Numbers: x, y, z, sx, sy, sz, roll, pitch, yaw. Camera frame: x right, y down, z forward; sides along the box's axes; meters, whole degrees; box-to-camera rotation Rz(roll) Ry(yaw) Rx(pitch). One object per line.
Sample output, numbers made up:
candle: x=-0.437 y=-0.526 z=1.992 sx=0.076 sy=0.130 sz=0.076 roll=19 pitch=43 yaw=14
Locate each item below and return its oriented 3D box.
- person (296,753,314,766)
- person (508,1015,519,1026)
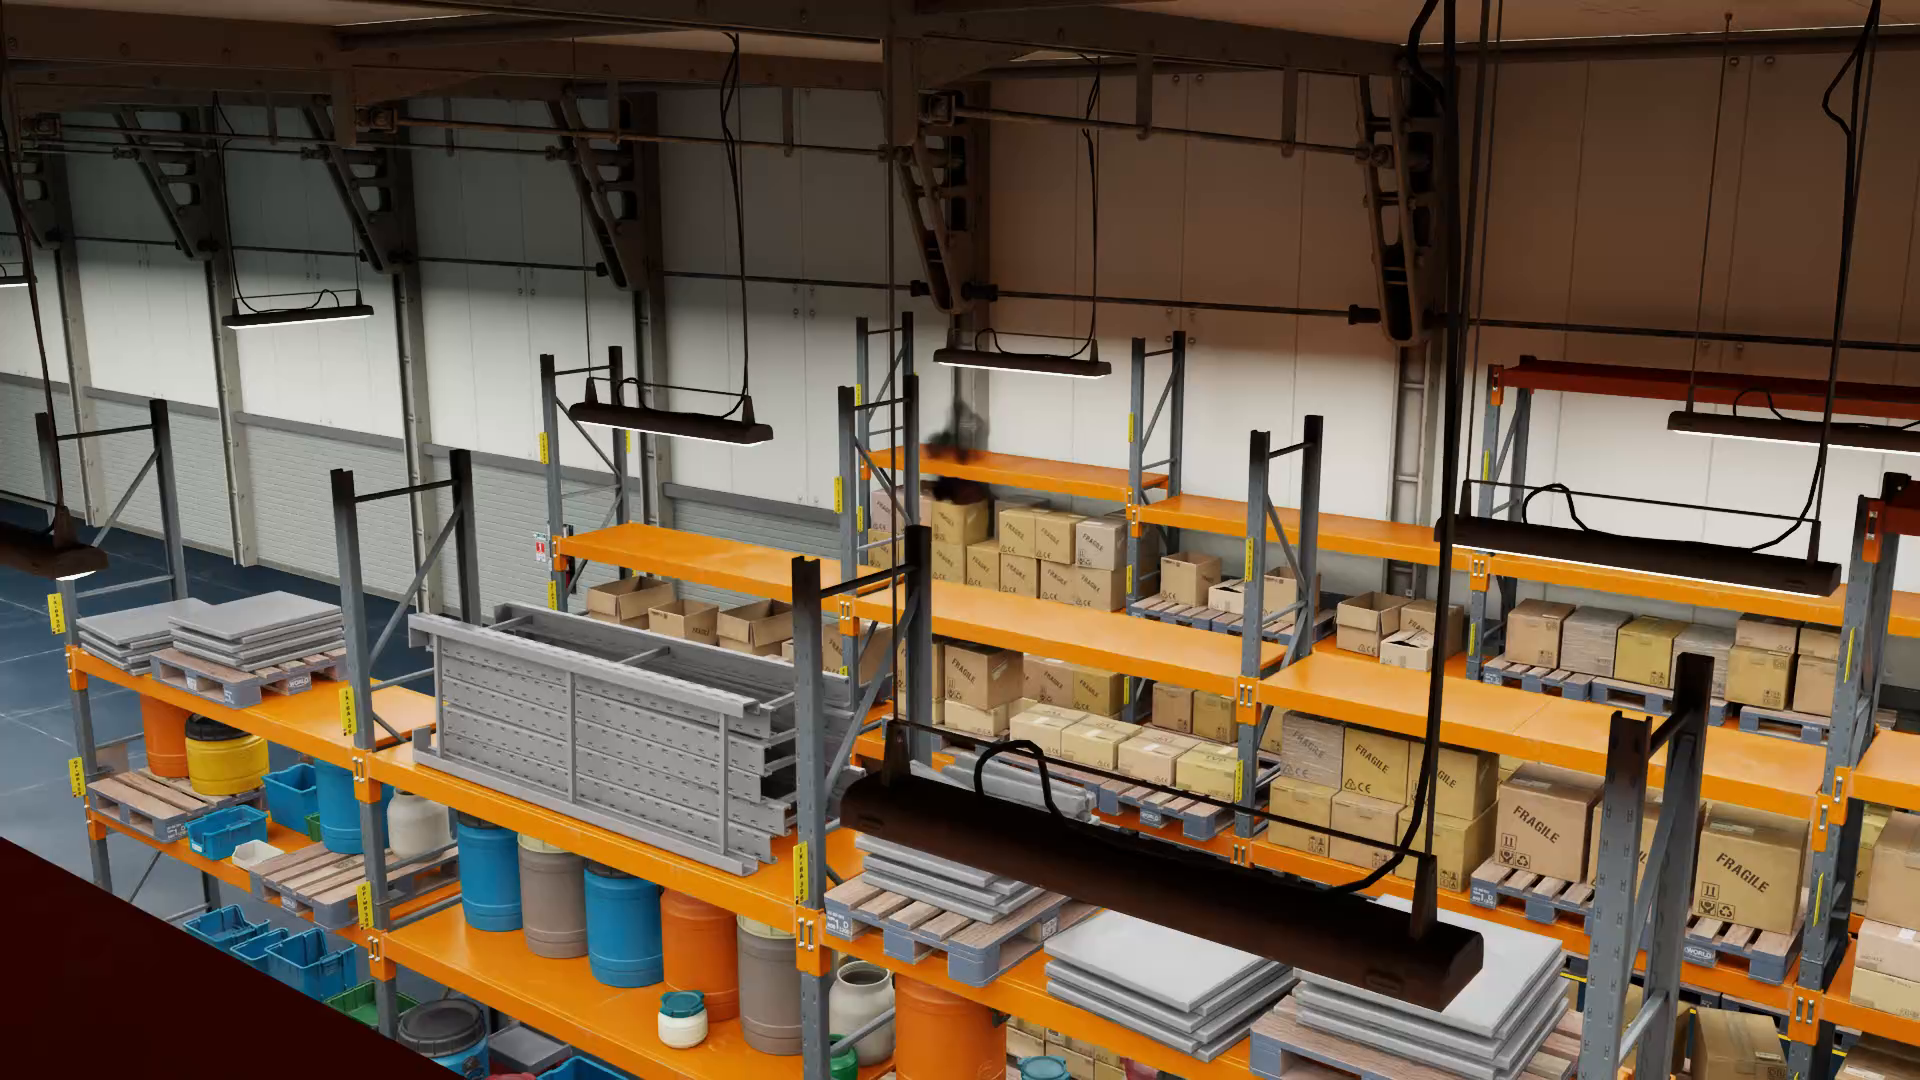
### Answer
person: x=-7.119 y=3.117 z=18.347 sx=0.732 sy=1.625 sz=0.541 roll=-5 pitch=14 yaw=-21
person: x=-3.927 y=3.916 z=14.445 sx=0.704 sy=1.786 sz=0.655 roll=8 pitch=15 yaw=32
